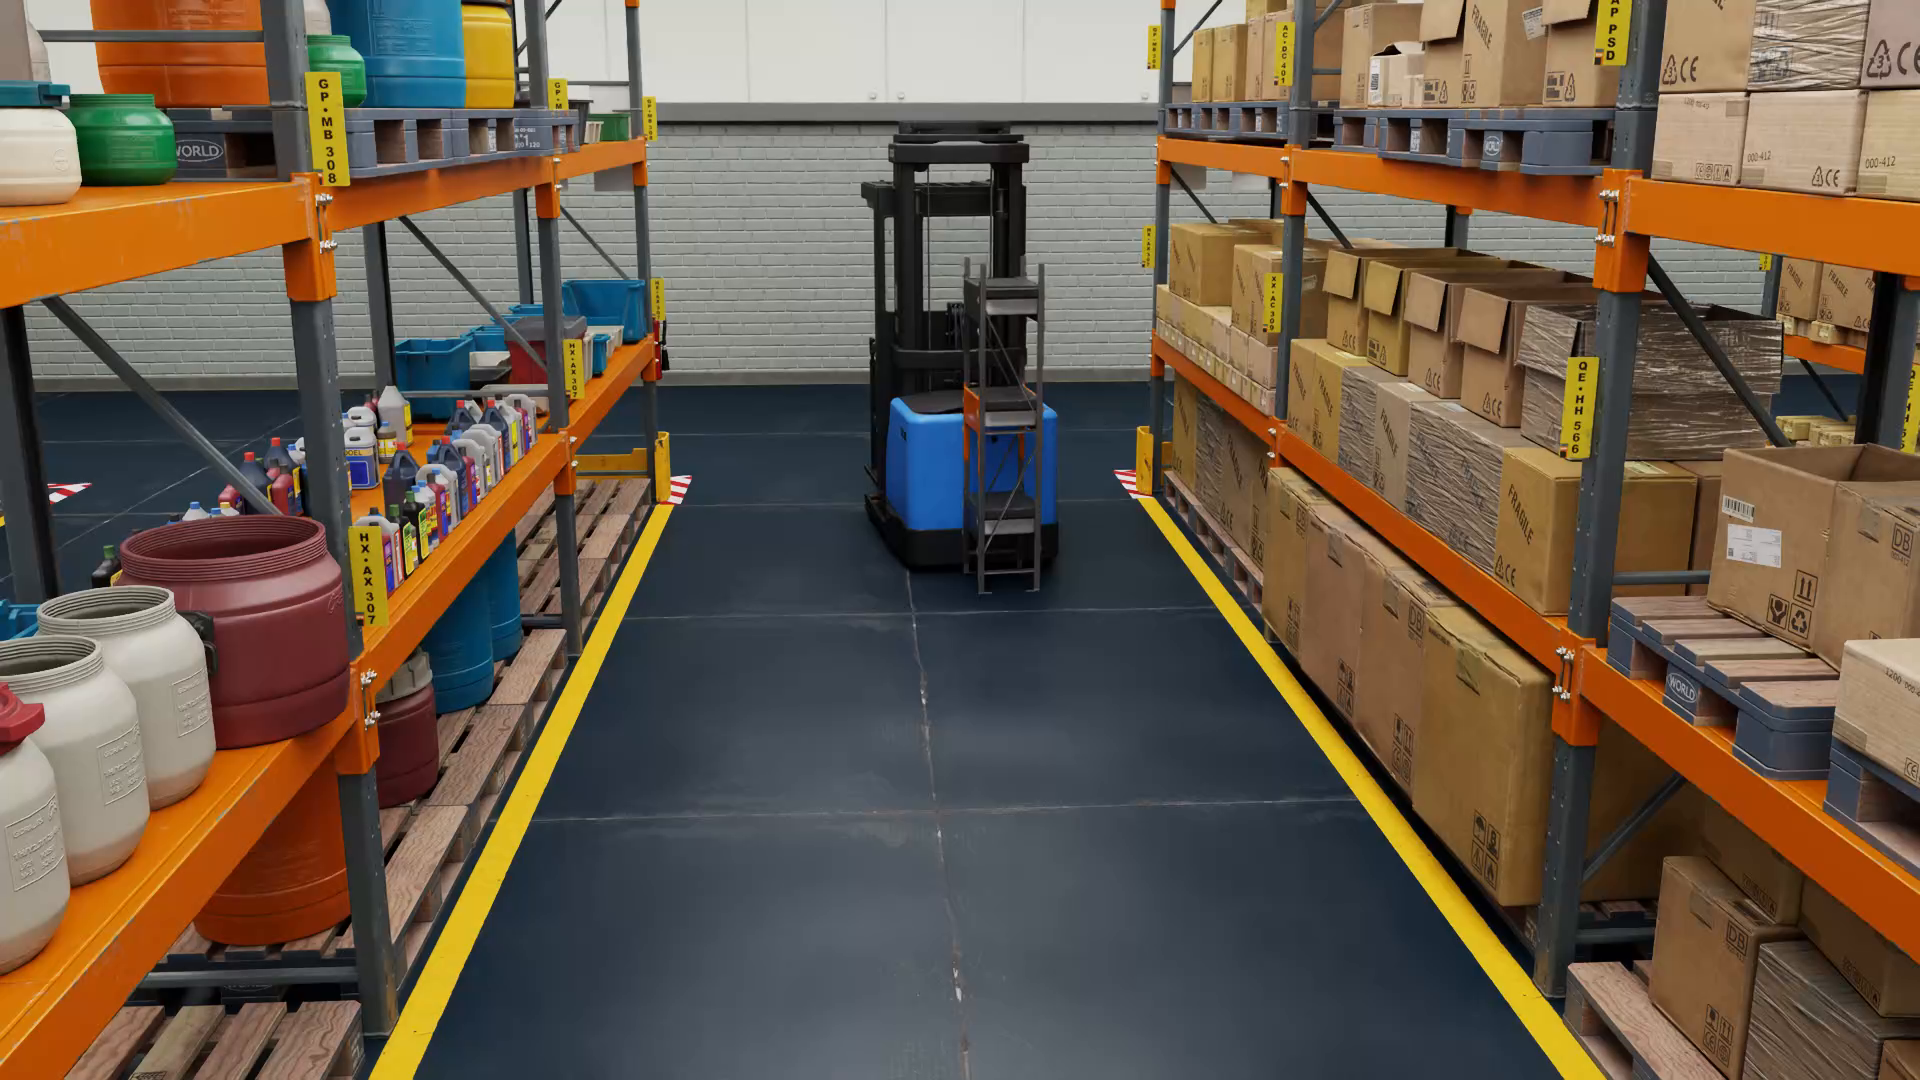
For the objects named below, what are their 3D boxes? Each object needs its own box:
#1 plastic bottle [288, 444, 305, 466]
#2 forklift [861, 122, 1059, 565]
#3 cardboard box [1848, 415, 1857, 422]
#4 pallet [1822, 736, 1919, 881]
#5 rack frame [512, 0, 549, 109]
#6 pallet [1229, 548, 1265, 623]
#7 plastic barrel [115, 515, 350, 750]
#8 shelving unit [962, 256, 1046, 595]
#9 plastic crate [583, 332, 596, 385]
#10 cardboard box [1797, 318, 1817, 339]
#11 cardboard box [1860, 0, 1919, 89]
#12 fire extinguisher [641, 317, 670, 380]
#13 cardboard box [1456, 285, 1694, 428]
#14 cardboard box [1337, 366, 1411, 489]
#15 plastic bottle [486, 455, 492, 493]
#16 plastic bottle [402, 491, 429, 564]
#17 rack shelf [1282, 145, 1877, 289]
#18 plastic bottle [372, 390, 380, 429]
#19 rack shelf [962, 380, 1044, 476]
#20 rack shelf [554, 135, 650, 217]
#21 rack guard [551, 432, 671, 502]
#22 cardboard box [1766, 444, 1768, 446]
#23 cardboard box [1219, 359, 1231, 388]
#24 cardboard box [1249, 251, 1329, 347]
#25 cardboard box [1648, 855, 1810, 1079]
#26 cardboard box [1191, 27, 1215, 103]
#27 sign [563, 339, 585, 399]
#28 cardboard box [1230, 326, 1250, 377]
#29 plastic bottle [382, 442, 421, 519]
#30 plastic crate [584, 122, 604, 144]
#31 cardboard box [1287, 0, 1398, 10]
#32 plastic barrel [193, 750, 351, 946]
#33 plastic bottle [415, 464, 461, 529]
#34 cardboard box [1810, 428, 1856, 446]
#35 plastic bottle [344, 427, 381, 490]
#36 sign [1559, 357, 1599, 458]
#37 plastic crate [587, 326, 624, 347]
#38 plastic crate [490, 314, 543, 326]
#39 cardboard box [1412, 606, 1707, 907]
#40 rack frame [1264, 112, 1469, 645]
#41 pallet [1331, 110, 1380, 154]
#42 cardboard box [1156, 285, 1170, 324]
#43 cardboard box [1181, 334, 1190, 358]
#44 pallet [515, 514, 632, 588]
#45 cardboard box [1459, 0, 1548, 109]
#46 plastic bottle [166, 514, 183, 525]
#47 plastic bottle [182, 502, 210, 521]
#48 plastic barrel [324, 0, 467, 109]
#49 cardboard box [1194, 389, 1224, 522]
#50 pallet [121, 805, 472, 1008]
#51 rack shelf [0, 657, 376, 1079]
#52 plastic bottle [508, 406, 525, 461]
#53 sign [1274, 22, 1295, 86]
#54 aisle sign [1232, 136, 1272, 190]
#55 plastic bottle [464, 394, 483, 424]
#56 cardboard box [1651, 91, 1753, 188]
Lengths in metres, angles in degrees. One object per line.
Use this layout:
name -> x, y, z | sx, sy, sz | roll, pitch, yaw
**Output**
plastic bottle -> -2.955, -0.289, 7.388 | 0.097, 0.271, 0.097 | 0, 14, 0
forklift -> -0.119, -1.572, 12.253 | 1.130, 2.935, 3.031 | -3, 15, -11
cardboard box -> 7.283, -0.895, 13.171 | 0.380, 0.149, 0.250 | -1, 14, -3
pallet -> 2.699, 0.713, 3.619 | 1.003, 0.211, 1.213 | -1, 14, -3
rack frame -> -2.655, -3.695, 8.328 | 1.000, 3.000, 0.127 | -1, 14, -3
pallet -> 2.319, 0.294, 10.459 | 1.003, 0.211, 1.213 | -1, 14, -3
plastic barrel -> -2.076, 0.250, 4.761 | 0.600, 0.536, 0.708 | -1, 14, -3
shelving unit -> 0.270, -0.735, 10.661 | 0.431, 2.100, 0.503 | -3, 15, -11
plastic crate -> -2.566, -1.144, 10.569 | 0.437, 0.282, 0.530 | -1, 14, -3
cardboard box -> 6.747, -1.642, 12.894 | 0.380, 0.149, 0.250 | 0, 14, -1
cardboard box -> 2.374, -1.242, 3.611 | 0.500, 0.500, 0.500 | -1, 14, -5
fire extinguisher -> -2.459, -1.611, 13.171 | 0.296, 0.674, 0.183 | -1, 14, -3
cardboard box -> 2.469, -0.750, 6.706 | 0.797, 0.503, 0.637 | -1, 14, -2
cardboard box -> 2.130, -0.547, 7.931 | 0.500, 0.500, 0.500 | -1, 14, -5
plastic bottle -> -2.212, -0.322, 7.657 | 0.097, 0.201, 0.097 | 0, 14, 0
plastic bottle -> -2.117, -0.057, 6.463 | 0.061, 0.283, 0.133 | -1, 14, -3
rack shelf -> 2.412, -1.473, 7.155 | 1.077, 0.370, 4.000 | -1, 14, -3
plastic bottle -> -3.058, -0.635, 8.710 | 0.061, 0.283, 0.133 | -1, 14, -3
rack shelf -> 0.270, -0.722, 10.664 | 0.431, 0.518, 0.480 | -3, 15, -11
rack shelf -> -2.779, -2.391, 10.724 | 1.077, 0.370, 4.000 | -1, 14, -3
rack guard -> -2.918, -0.580, 13.275 | 1.175, 0.500, 0.348 | -1, 14, -3
cardboard box -> 2.743, -0.173, 6.478 | 0.500, 0.500, 0.500 | -1, 14, -5
cardboard box -> 1.878, -1.071, 10.673 | 0.380, 0.149, 0.250 | -1, 14, -2
cardboard box -> 1.993, -1.411, 9.689 | 0.500, 0.500, 0.500 | 0, 14, -2
cardboard box -> 2.597, 1.293, 5.116 | 0.700, 0.500, 0.500 | -2, 15, -6
cardboard box -> 2.040, -3.343, 11.737 | 0.700, 0.500, 0.500 | -1, 14, -5
sign -> -2.106, -0.932, 9.072 | 0.100, 0.325, 0.005 | -1, 14, -3
cardboard box -> 1.964, -1.172, 10.265 | 0.500, 0.250, 0.500 | 0, 14, -2
plastic bottle -> -2.347, -0.232, 7.008 | 0.144, 0.351, 0.185 | -1, 14, -3
plastic crate -> -2.528, -2.599, 10.618 | 0.437, 0.136, 0.530 | -1, 14, -3
cardboard box -> 2.236, -3.216, 9.737 | 0.500, 0.250, 0.500 | -2, 15, -7
plastic barrel -> -2.455, 0.932, 5.899 | 0.600, 0.830, 0.708 | -1, 14, -3
plastic bottle -> -2.198, -0.192, 7.002 | 0.152, 0.276, 0.135 | -1, 14, -3
cardboard box -> 6.715, -0.756, 12.630 | 0.380, 0.149, 0.250 | -1, 14, -4
plastic bottle -> -2.798, -0.380, 7.734 | 0.152, 0.276, 0.135 | -1, 14, -3
sign -> 1.982, -0.423, 5.325 | 0.100, 0.325, 0.005 | -1, 14, -3
plastic crate -> -2.672, -1.486, 12.189 | 0.396, 0.136, 0.243 | -1, 14, -3
plastic crate -> -3.176, -1.502, 12.060 | 0.416, 0.233, 0.300 | -1, 14, -3
cardboard box -> 2.514, 0.782, 6.387 | 1.225, 0.875, 0.875 | -2, 15, -6
rack frame -> 2.288, -0.866, 9.372 | 1.000, 3.000, 0.127 | -1, 14, -3
pallet -> 2.394, -1.999, 8.139 | 0.805, 0.209, 1.217 | -1, 15, -6
cardboard box -> 1.800, -1.809, 12.740 | 0.500, 0.250, 0.500 | -1, 14, -5
cardboard box -> 1.798, -1.390, 11.914 | 0.380, 0.149, 0.250 | -1, 14, -5
pallet -> -2.818, 0.075, 11.313 | 1.003, 0.211, 1.213 | -1, 14, -3
cardboard box -> 2.285, -1.940, 6.482 | 0.500, 0.500, 0.500 | 0, 14, 0
plastic bottle -> -2.874, 0.039, 6.114 | 0.097, 0.271, 0.097 | 0, 14, 0
plastic bottle -> -2.886, -0.010, 6.302 | 0.097, 0.271, 0.097 | 0, 14, 0
plastic barrel -> -2.397, -2.266, 6.946 | 0.600, 0.901, 0.708 | -1, 14, -3
cardboard box -> 2.216, -0.651, 11.958 | 0.875, 0.875, 0.875 | -1, 14, -3
pallet -> -2.498, 1.360, 6.316 | 1.003, 0.211, 1.213 | -1, 14, -3
rack shelf -> -2.284, 1.051, 3.365 | 1.077, 0.370, 4.000 | -1, 14, -3
plastic bottle -> -2.286, -0.546, 8.376 | 0.152, 0.276, 0.135 | -1, 14, -3
sign -> 1.734, -2.598, 8.889 | 0.100, 0.325, 0.005 | -1, 14, -3
aisle sign -> 2.335, -3.142, 13.002 | 0.394, 0.787, 0.004 | -1, 14, -3
plastic bottle -> -2.416, -0.540, 8.204 | 0.144, 0.351, 0.185 | -1, 14, -3
cardboard box -> 2.311, -1.130, 4.681 | 0.500, 0.250, 0.500 | -1, 14, -2
